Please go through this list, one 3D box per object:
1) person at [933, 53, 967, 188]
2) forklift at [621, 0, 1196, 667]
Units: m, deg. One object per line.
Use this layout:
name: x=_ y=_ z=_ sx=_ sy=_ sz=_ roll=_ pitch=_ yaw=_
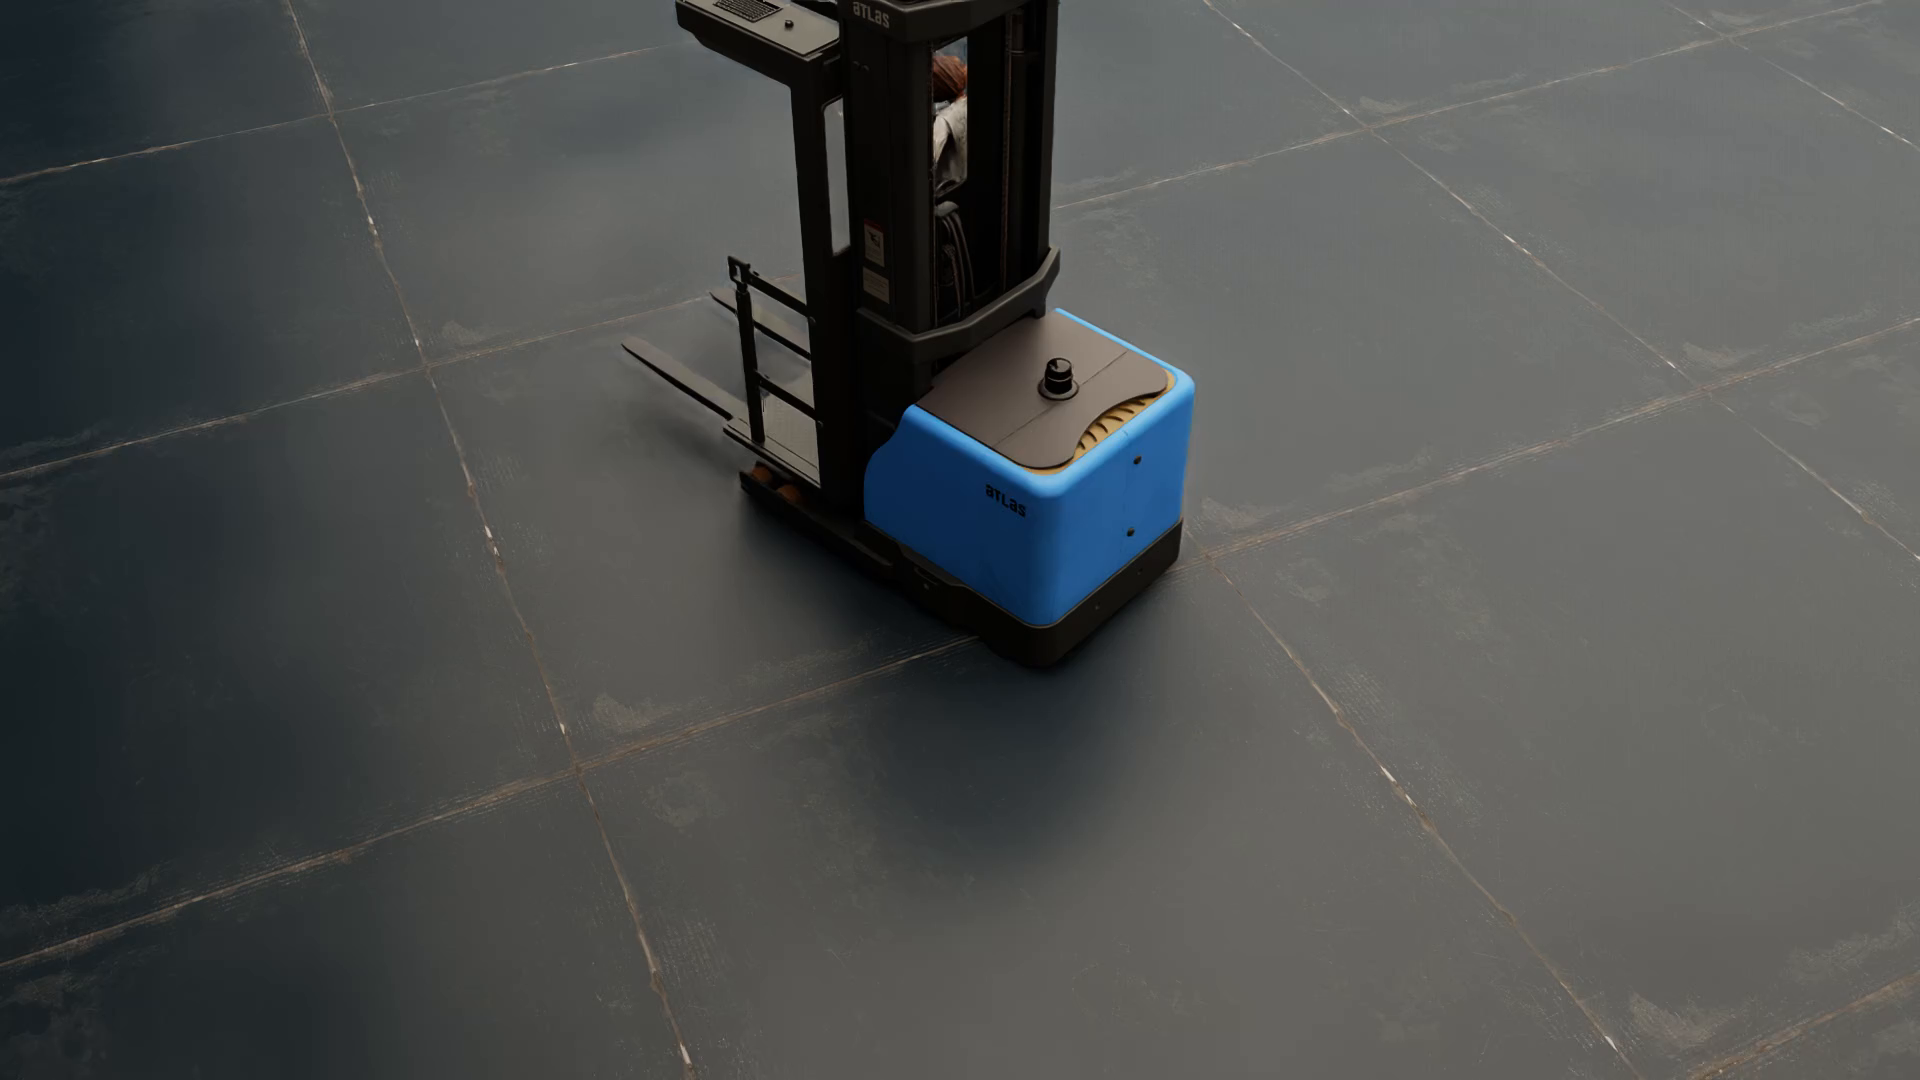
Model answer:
person: x=-0.054 y=-1.783 z=8.606 sx=0.672 sy=1.555 sz=0.666 roll=25 pitch=49 yaw=24
forklift: x=-0.416 y=-1.406 z=7.186 sx=3.031 sy=2.935 sz=1.130 roll=32 pitch=52 yaw=30
